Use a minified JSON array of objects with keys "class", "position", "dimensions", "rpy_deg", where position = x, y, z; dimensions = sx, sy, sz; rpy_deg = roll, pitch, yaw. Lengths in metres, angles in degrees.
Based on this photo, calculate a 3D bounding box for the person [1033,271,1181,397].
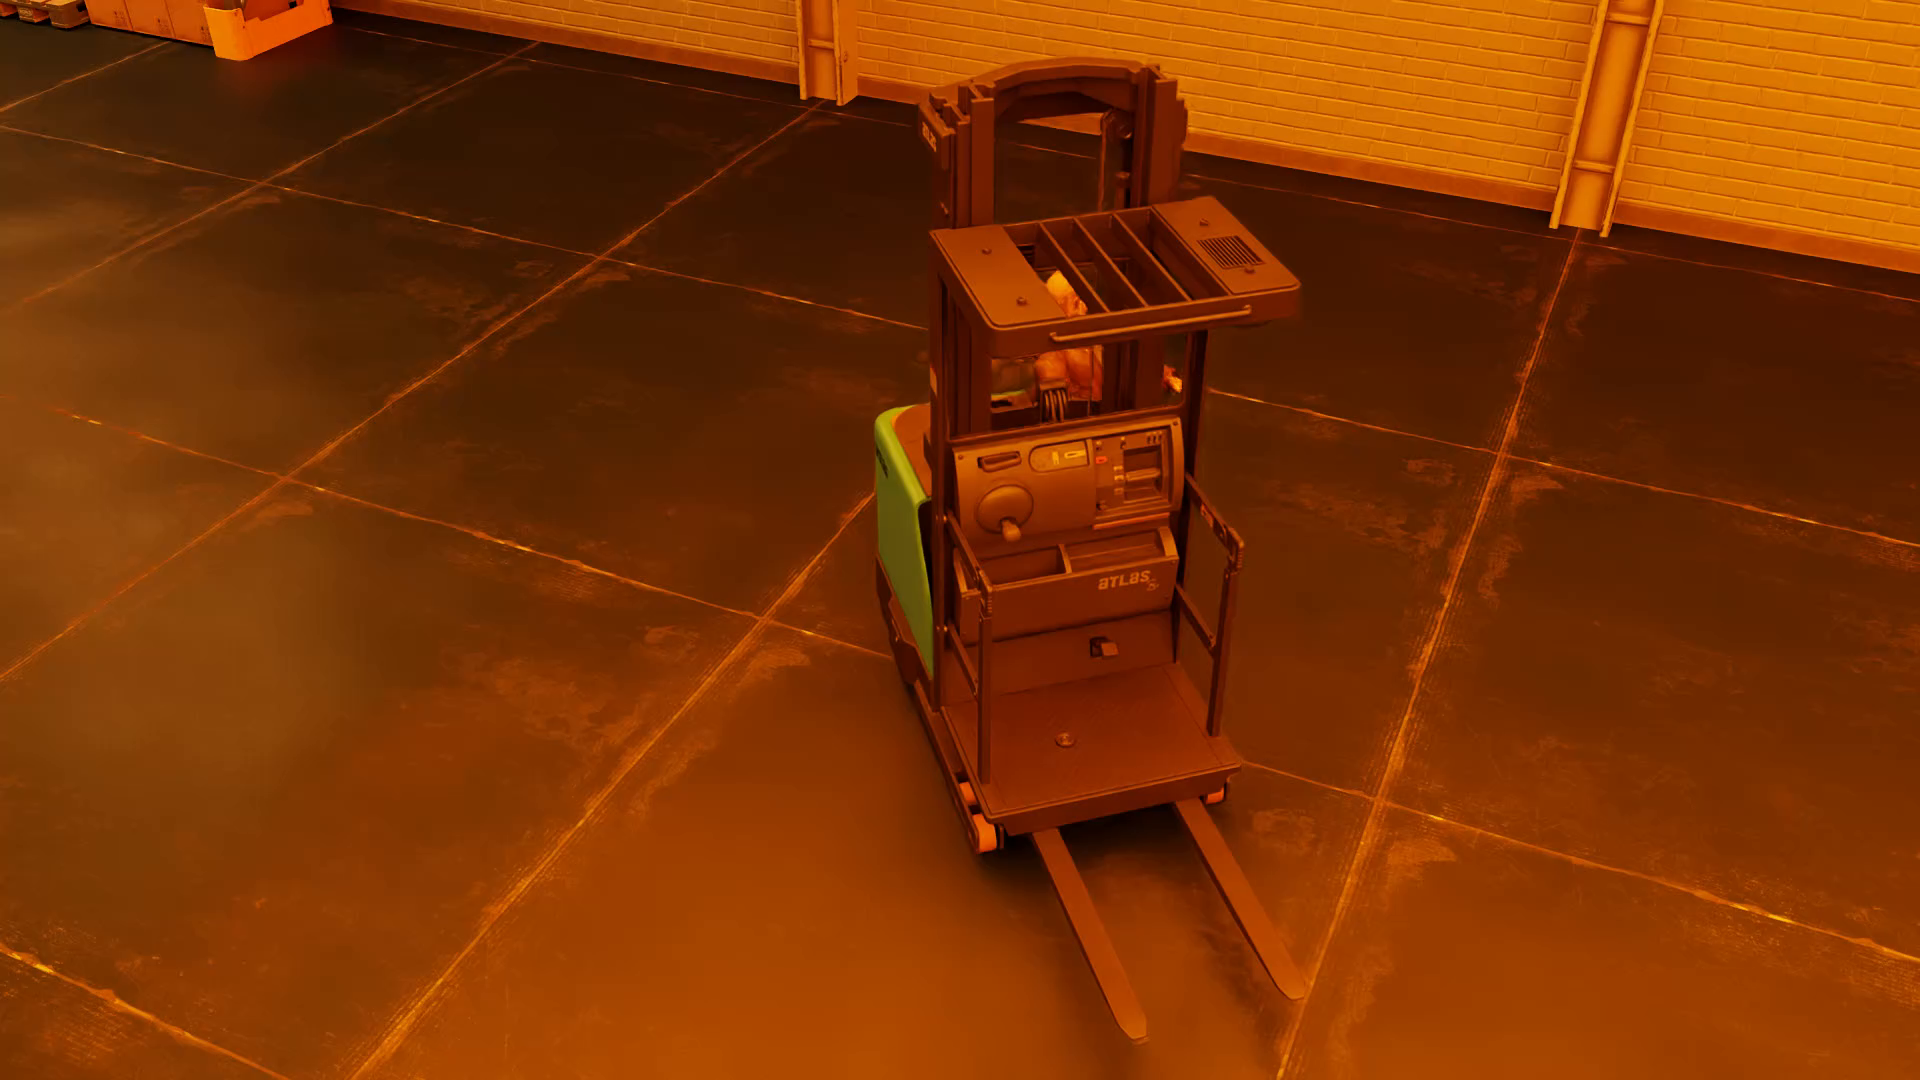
[{"class":"person","position":[0.615,-0.398,7.754],"dimensions":[0.943,1.653,0.827],"rpy_deg":[1,36,1]}]

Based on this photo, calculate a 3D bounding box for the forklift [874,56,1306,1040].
[{"class":"forklift","position":[0.494,-0.170,6.325],"dimensions":[1.130,2.935,3.031],"rpy_deg":[-10,37,-13]}]
